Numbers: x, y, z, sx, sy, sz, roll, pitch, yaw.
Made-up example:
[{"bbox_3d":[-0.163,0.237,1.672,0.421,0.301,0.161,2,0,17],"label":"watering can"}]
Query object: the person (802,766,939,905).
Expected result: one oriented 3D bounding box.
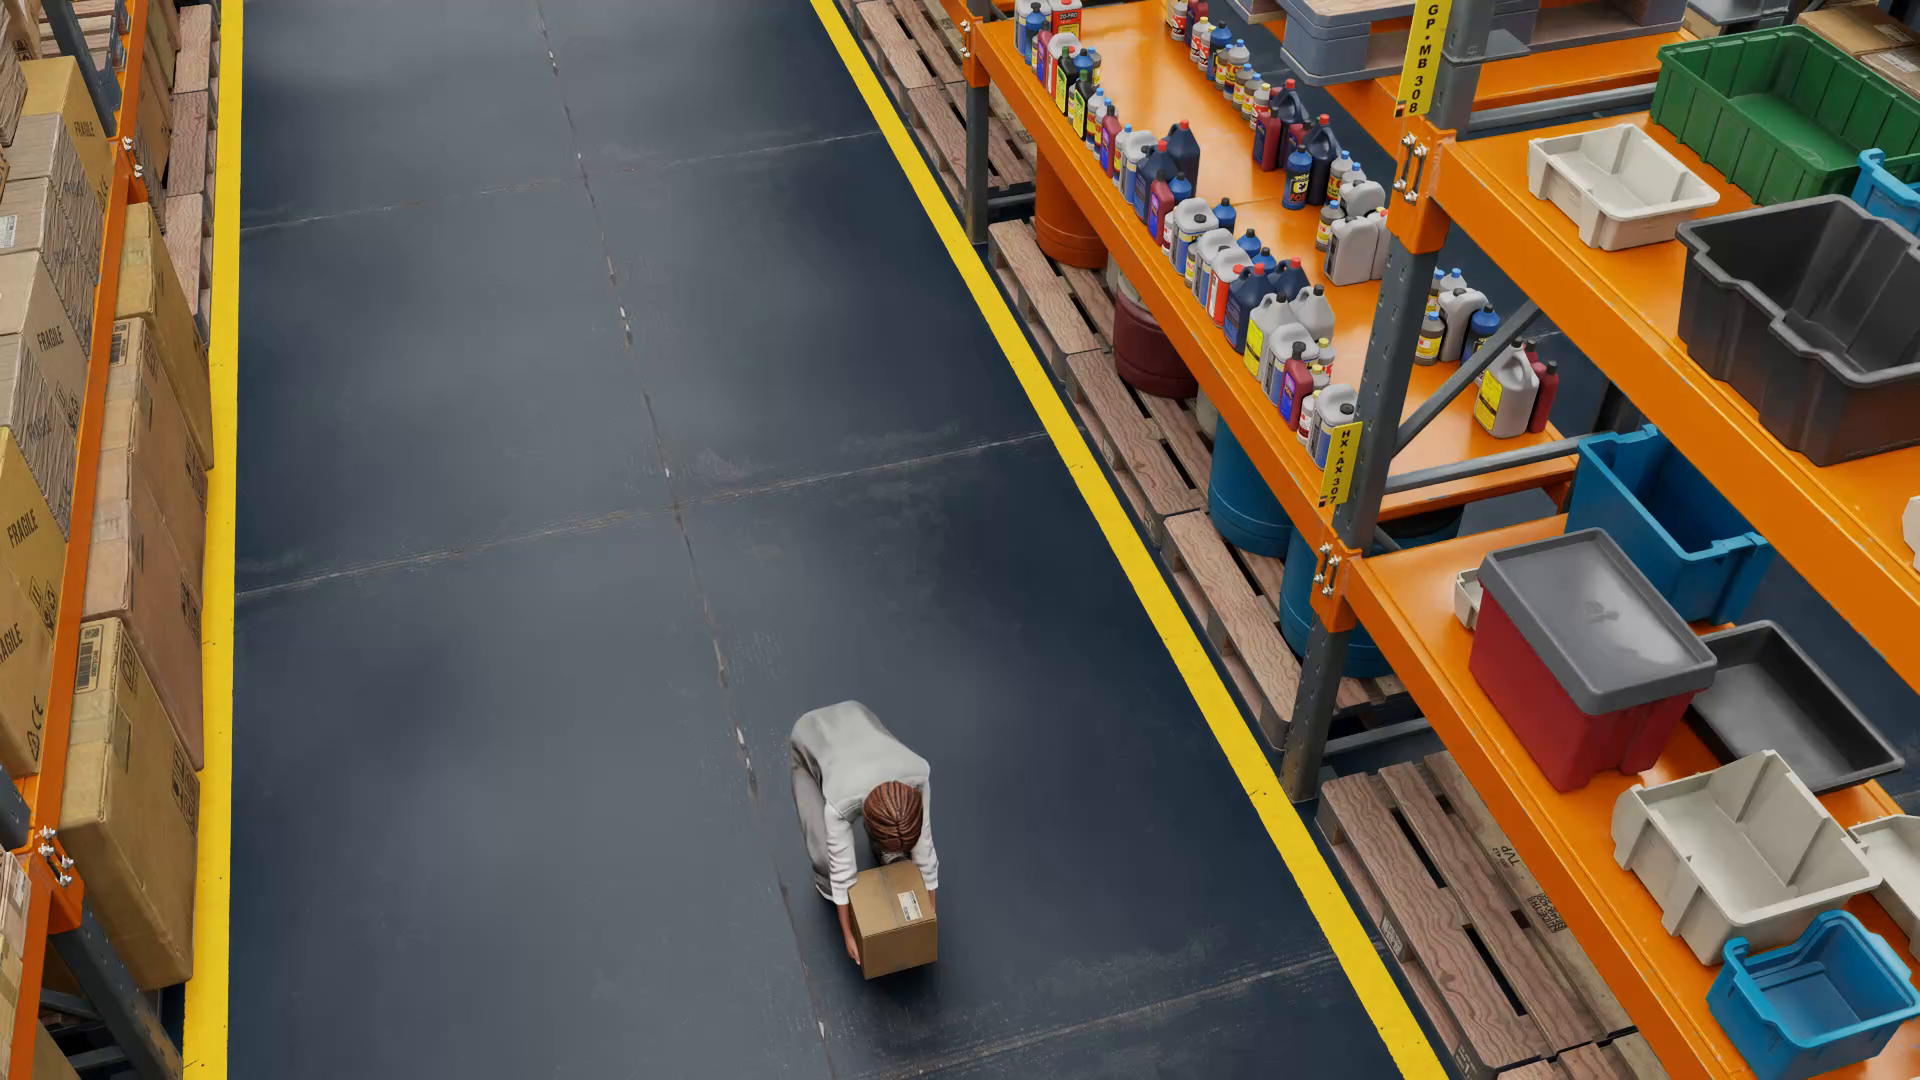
[{"bbox_3d":[-0.338,0.812,5.612,0.380,0.483,0.706,-13,44,-14],"label":"person"}]
